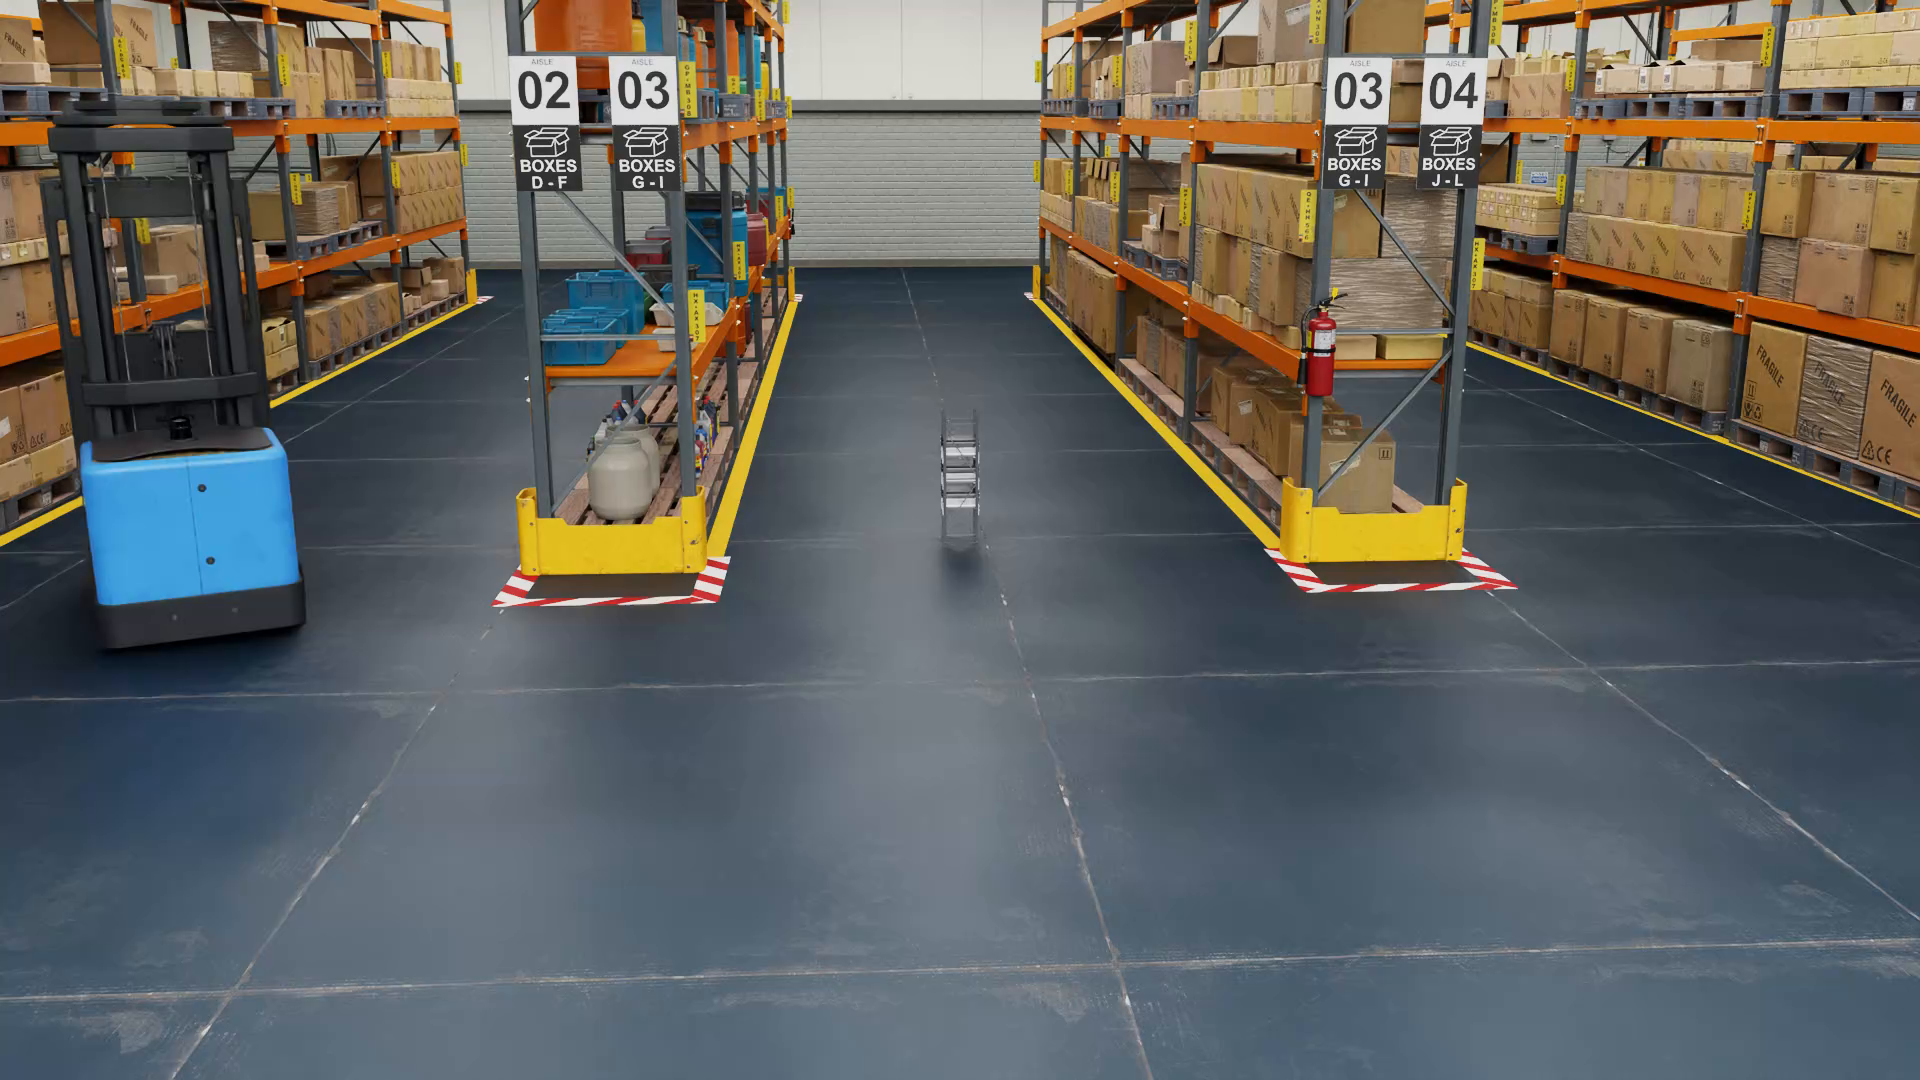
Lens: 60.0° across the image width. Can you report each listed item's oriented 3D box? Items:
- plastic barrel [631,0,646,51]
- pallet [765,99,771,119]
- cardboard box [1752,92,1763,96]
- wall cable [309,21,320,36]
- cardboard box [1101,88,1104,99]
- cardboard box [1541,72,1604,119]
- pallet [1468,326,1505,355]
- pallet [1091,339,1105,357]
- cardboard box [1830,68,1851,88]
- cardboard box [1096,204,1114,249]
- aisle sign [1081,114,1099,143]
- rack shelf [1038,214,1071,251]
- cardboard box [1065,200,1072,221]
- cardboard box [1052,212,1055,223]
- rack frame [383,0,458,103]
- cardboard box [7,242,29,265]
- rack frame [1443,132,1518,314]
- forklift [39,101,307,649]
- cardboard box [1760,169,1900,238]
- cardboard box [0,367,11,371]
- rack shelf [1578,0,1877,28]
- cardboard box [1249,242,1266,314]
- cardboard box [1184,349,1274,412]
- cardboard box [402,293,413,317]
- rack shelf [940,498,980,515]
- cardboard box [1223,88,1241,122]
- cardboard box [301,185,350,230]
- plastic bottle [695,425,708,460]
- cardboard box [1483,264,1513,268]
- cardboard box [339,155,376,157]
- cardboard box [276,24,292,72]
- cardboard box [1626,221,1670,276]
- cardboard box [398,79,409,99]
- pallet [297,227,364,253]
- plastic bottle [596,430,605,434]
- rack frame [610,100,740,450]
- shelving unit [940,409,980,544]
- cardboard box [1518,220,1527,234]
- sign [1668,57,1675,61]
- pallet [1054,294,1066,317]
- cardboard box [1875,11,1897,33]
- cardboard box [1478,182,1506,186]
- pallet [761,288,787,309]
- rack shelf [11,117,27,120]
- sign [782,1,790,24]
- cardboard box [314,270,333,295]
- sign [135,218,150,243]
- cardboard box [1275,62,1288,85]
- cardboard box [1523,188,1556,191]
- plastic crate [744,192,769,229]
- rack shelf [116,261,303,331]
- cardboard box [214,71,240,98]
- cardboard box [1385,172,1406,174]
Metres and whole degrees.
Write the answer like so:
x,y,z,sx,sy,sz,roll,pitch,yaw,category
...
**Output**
x,y,z,sx,sy,sz,roll,pitch,yaw,category
-2.391,-3.287,11.040,0.600,0.588,0.600,0,14,0,plastic barrel
-2.639,-4.800,18.523,1.003,0.211,1.213,-1,14,-3,pallet
11.782,-6.561,23.736,0.797,0.503,0.637,0,14,1,cardboard box
-10.366,-10.385,29.927,3.097,2.526,0.112,-1,14,-3,wall cable
1.949,-5.480,20.448,0.380,0.149,0.250,-1,15,-6,cardboard box
6.922,-5.014,18.775,0.500,0.500,0.500,-1,14,-3,cardboard box
7.091,-2.522,20.904,1.003,0.211,1.213,-1,14,-3,pallet
2.208,-2.473,20.715,1.003,0.211,1.213,-1,14,-3,pallet
7.189,-3.679,13.245,0.380,0.149,0.250,-1,14,-4,cardboard box
1.916,-3.744,19.859,0.500,0.500,0.500,-1,14,-5,cardboard box
2.054,-6.595,25.921,0.394,0.787,0.004,-1,14,-3,aisle sign
1.883,-4.468,24.314,1.077,0.370,4.000,-1,14,-3,rack shelf
1.717,-4.496,22.684,0.500,0.250,0.500,-1,14,-4,cardboard box
1.548,-4.716,24.339,0.380,0.149,0.250,-1,14,-5,cardboard box
-8.129,-8.067,24.819,1.000,3.000,0.127,-1,14,-3,rack frame
-7.058,-2.093,12.140,0.380,0.149,0.250,0,14,-2,cardboard box
6.963,-4.370,22.491,1.000,3.000,0.127,-1,14,-3,rack frame
-4.843,-1.150,10.113,1.130,2.935,3.031,-7,16,-27,forklift
7.447,-2.884,14.246,0.875,0.550,0.550,-1,14,-3,cardboard box
-7.607,-1.043,12.731,0.500,0.500,0.500,-1,14,-3,cardboard box
7.335,-5.241,16.084,1.077,0.370,4.000,-1,14,-3,rack shelf
2.605,-1.911,12.138,0.875,0.500,0.500,-1,14,-3,cardboard box
2.486,-1.485,15.410,0.700,0.500,0.500,-2,15,-8,cardboard box
-7.691,-3.185,22.399,0.500,0.311,0.500,-1,14,-3,cardboard box
0.000,-0.231,11.475,0.258,0.077,0.200,-1,14,-3,rack shelf
2.332,-3.338,12.761,0.500,0.250,0.500,-1,15,-6,cardboard box
-7.710,-3.980,19.932,0.700,0.500,0.500,-5,15,-18,cardboard box
-2.035,-0.766,13.075,0.097,0.271,0.097,0,14,0,plastic bottle
6.781,-3.406,21.412,0.500,0.250,0.500,0,14,-2,cardboard box
-8.205,-4.948,22.532,0.500,0.500,0.500,-1,14,-5,cardboard box
-7.686,-5.393,18.238,0.500,0.500,0.500,-1,14,-3,cardboard box
7.063,-2.932,16.702,0.500,0.500,0.500,-1,14,-4,cardboard box
-7.696,-6.038,22.251,0.500,0.250,0.500,-1,14,-3,cardboard box
-7.758,-3.562,19.737,1.003,0.211,1.213,-1,14,-3,pallet
-2.742,-0.699,12.808,0.152,0.276,0.135,-1,14,-5,plastic bottle
-2.441,-2.253,14.261,1.000,3.000,0.127,-1,14,-3,rack frame
0.000,-0.438,11.422,0.258,0.900,0.210,-1,14,-3,shelving unit
6.708,-3.634,19.293,0.380,0.149,0.250,-1,14,-4,cardboard box
7.765,-5.123,18.202,0.100,0.325,0.005,-1,14,-3,sign
1.959,-3.463,24.560,1.003,0.211,1.213,-1,14,-3,pallet
7.222,-3.937,12.649,0.380,0.149,0.250,-1,14,-4,cardboard box
7.184,-4.690,22.935,0.500,0.500,0.500,-1,14,-4,cardboard box
-3.172,-3.681,25.408,1.003,0.211,1.213,-1,14,-3,pallet
-12.949,-5.691,23.049,1.077,0.370,4.000,-1,14,-3,rack shelf
-2.637,-7.999,25.202,0.100,0.325,0.005,-1,14,-3,sign
-8.032,-3.159,20.415,0.500,0.250,0.500,-1,14,-3,cardboard box
-6.832,-2.644,13.885,0.100,0.325,0.005,-1,14,-3,sign
2.357,-3.167,11.295,0.380,0.149,0.250,-1,14,-3,cardboard box
7.263,-4.319,20.760,0.380,0.149,0.250,-2,15,-6,cardboard box
-2.742,-4.528,22.857,0.402,0.464,0.583,-1,14,-3,plastic crate
-7.509,-2.326,15.991,1.077,0.370,4.000,-1,14,-3,rack shelf
-7.498,-4.513,16.486,0.500,0.250,0.500,0,14,-2,cardboard box
2.931,-2.401,12.033,0.500,0.500,0.500,-1,14,-3,cardboard box
